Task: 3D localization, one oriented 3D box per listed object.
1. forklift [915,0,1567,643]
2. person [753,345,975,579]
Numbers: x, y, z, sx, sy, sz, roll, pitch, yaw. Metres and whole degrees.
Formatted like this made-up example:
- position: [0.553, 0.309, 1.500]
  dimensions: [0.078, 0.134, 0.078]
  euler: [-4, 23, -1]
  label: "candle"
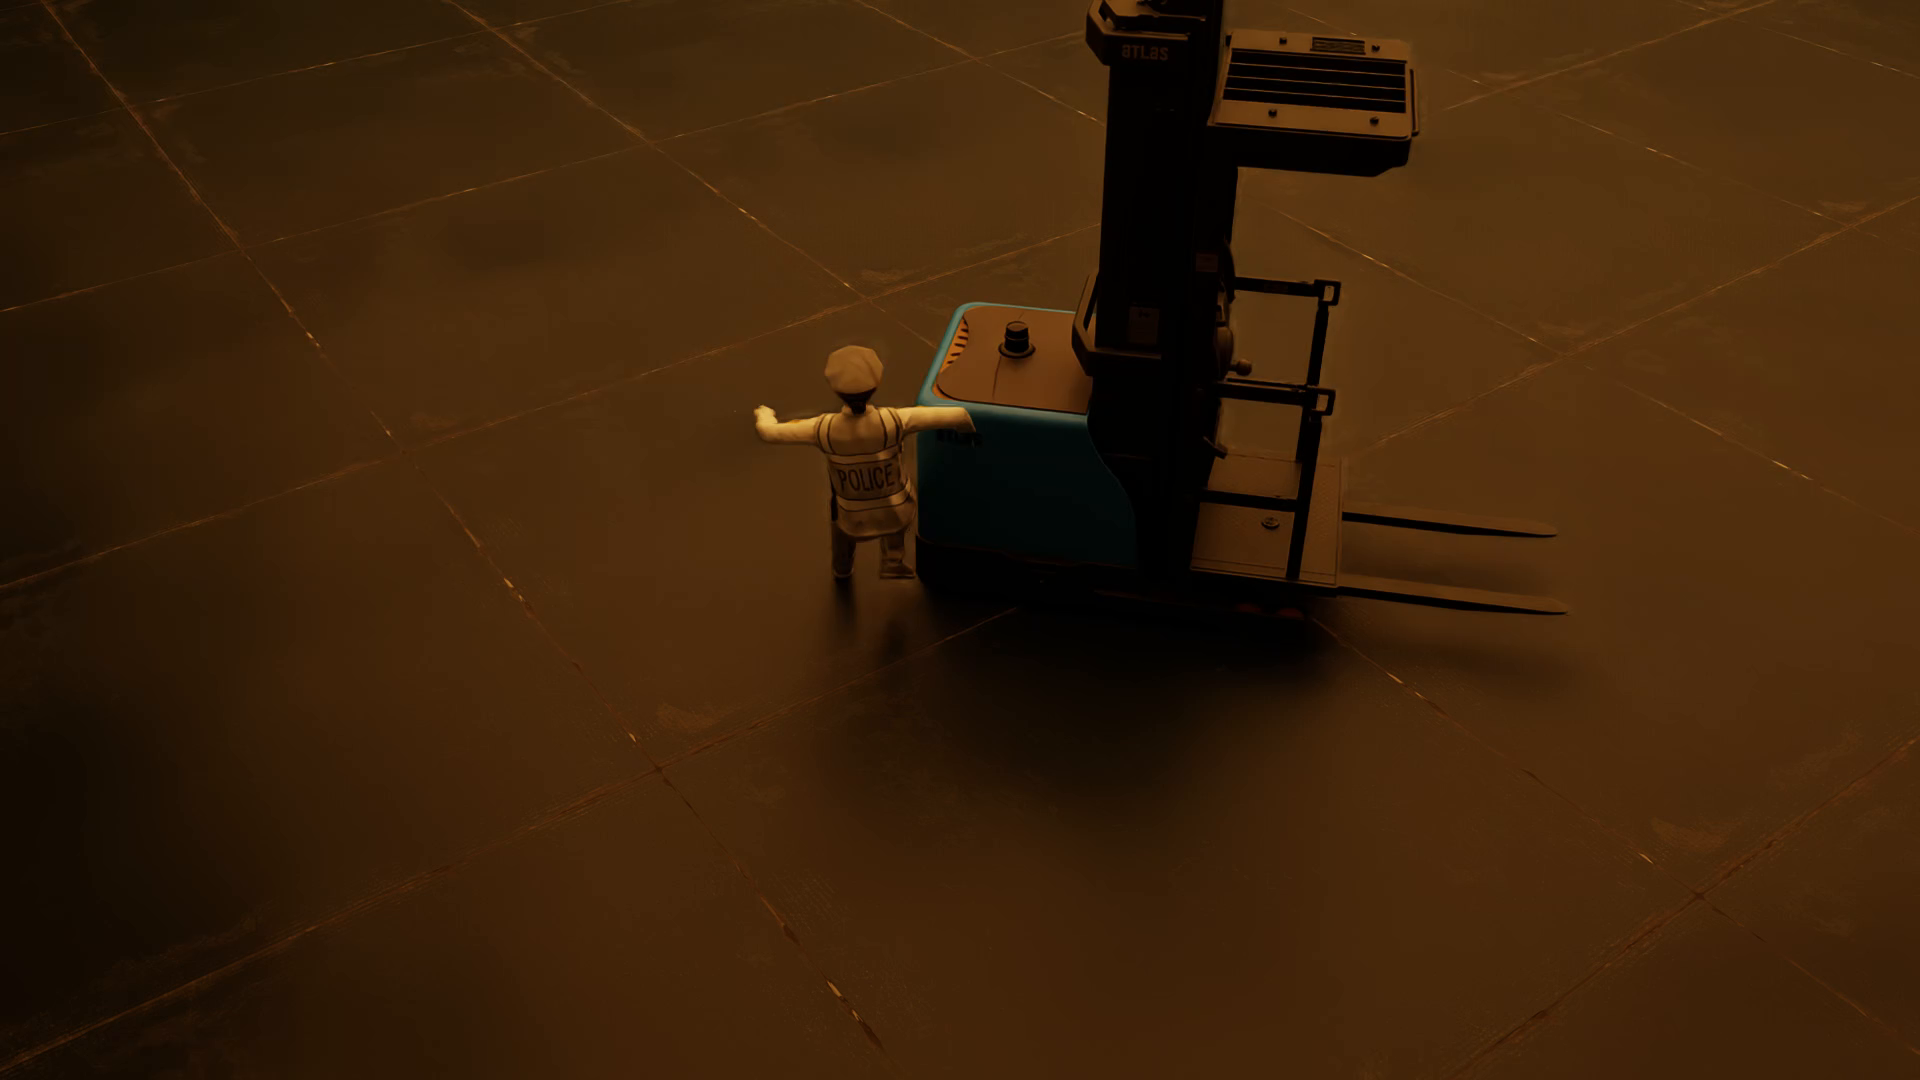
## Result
- position: [1.357, -1.044, 7.357]
  dimensions: [3.031, 2.935, 1.130]
  euler: [7, 37, 9]
  label: "forklift"
- position: [-0.410, -0.339, 7.579]
  dimensions: [1.010, 1.442, 0.780]
  euler: [-5, 37, -7]
  label: "person"
